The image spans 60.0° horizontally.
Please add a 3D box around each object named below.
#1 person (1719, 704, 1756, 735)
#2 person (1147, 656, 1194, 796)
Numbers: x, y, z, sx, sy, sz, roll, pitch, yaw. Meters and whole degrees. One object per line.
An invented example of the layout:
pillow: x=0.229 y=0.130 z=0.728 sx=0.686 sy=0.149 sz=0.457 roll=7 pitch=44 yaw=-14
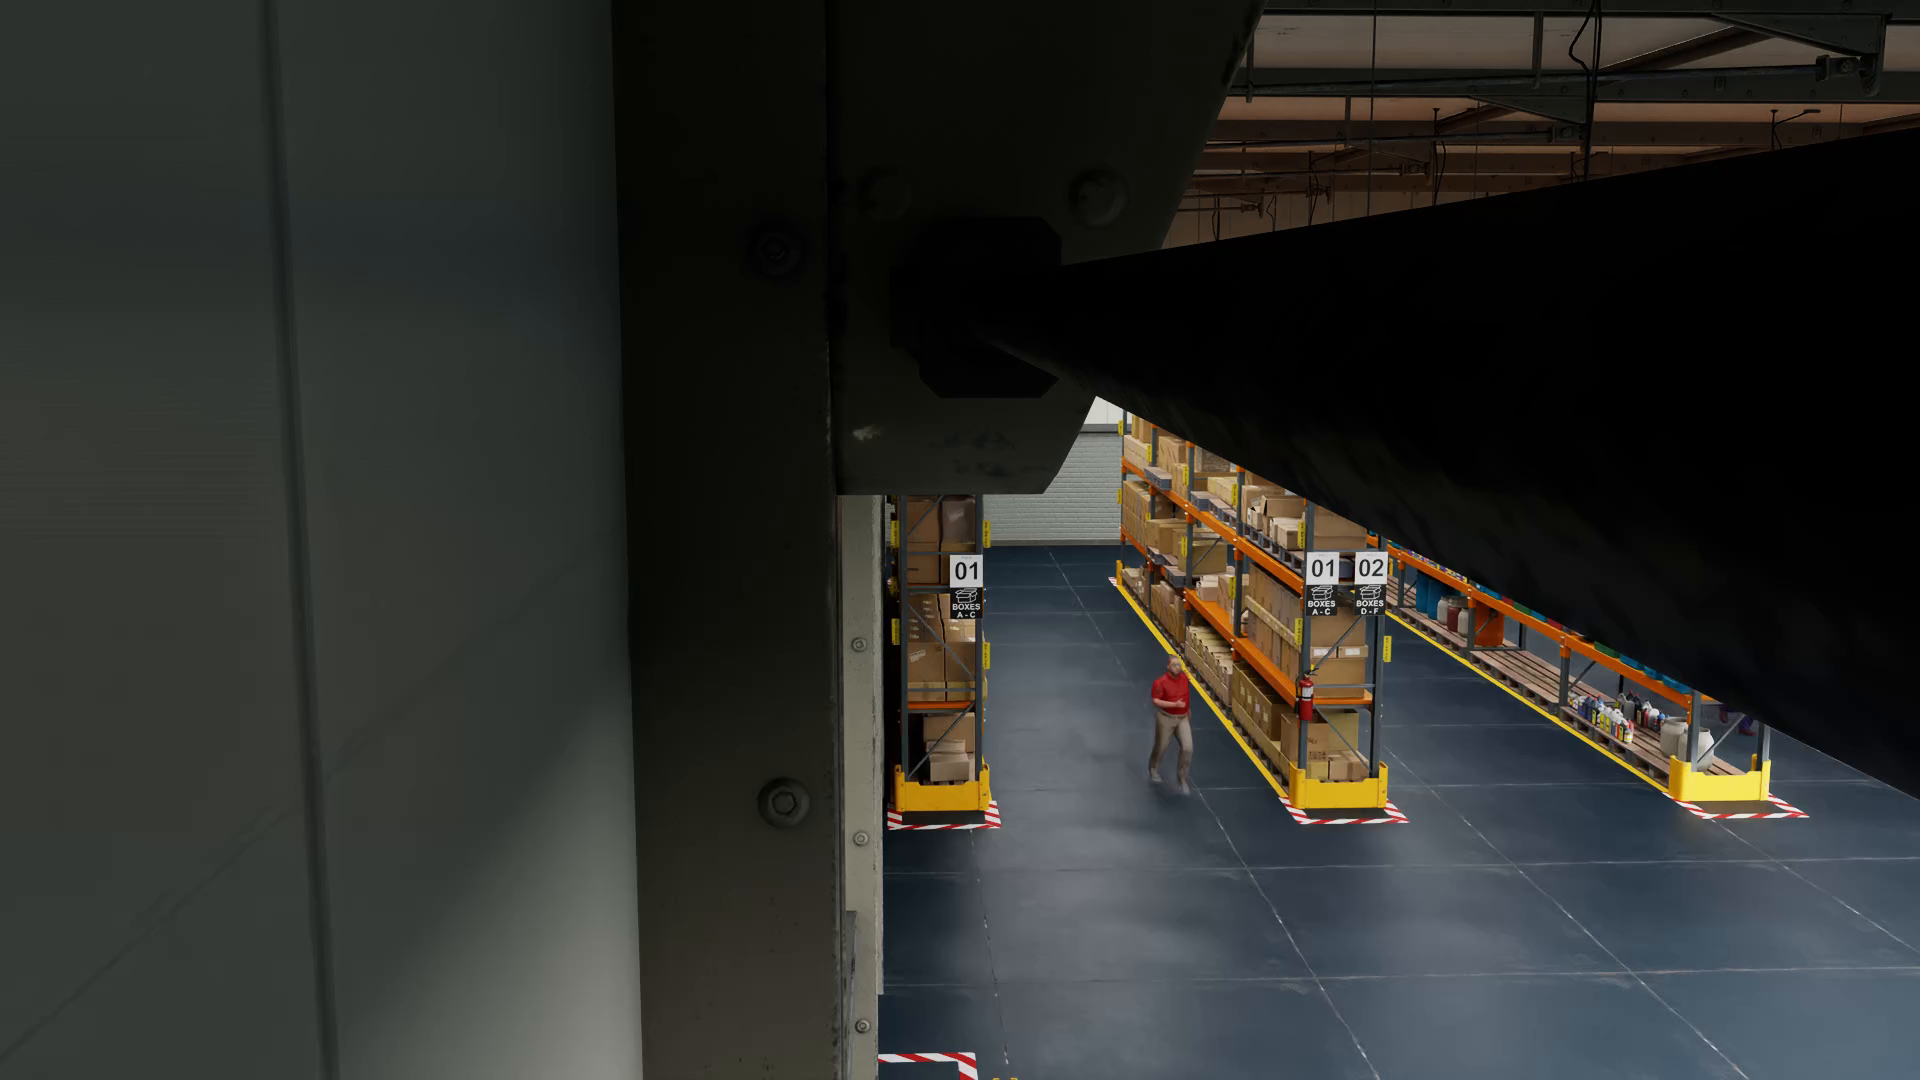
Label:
person: x=11.365 y=2.015 z=24.041 sx=0.610 sy=1.599 sz=0.576 roll=-3 pitch=9 yaw=-18
person: x=2.719 y=2.359 z=21.302 sx=0.650 sy=1.796 sz=0.869 roll=-4 pitch=9 yaw=-23
